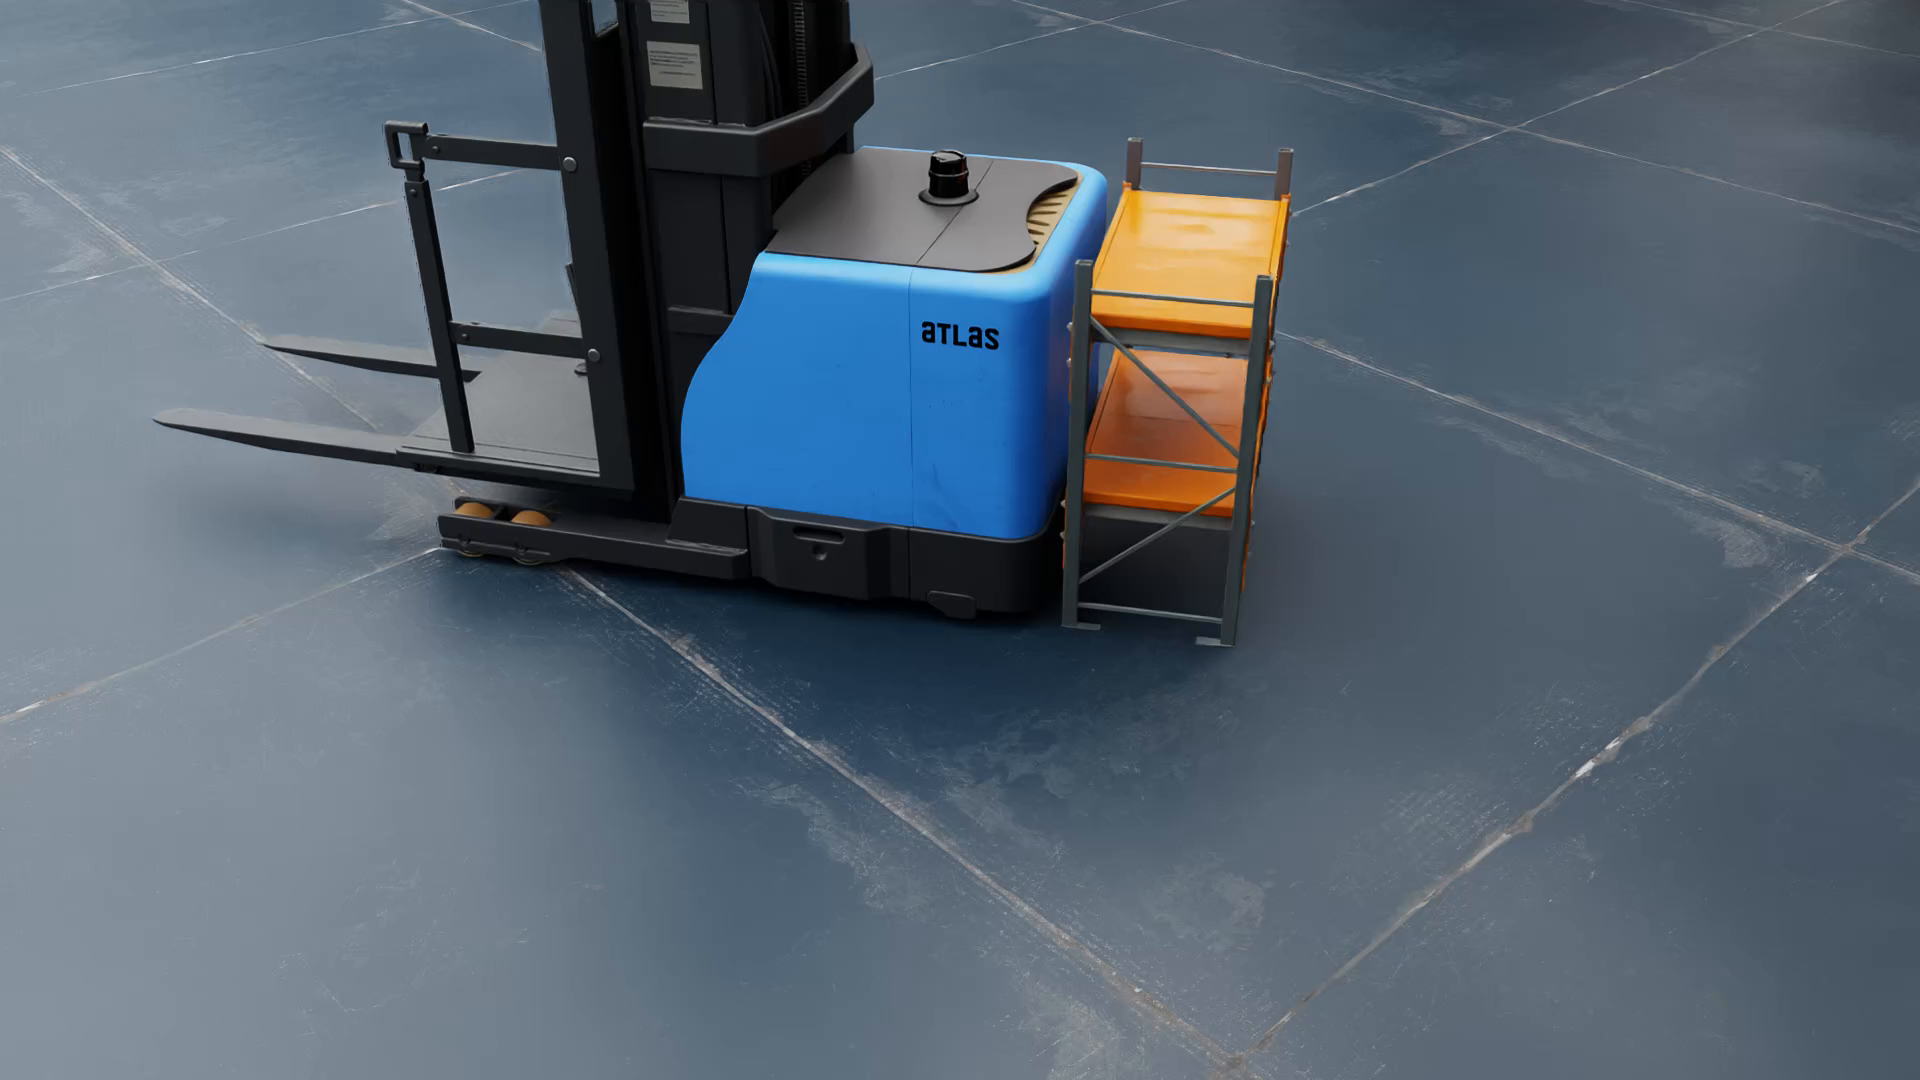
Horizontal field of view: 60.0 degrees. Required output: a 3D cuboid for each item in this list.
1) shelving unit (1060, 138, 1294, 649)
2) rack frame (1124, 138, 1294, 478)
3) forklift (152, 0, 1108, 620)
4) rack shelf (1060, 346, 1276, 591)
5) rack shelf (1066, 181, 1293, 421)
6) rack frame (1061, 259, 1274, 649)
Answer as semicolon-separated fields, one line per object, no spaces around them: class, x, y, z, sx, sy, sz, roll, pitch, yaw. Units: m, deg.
shelving unit;0.652;-0.464;4.931;0.538;1.125;1.048;7;32;11
rack frame;0.761;-0.723;5.354;0.500;1.125;0.032;7;32;11
forklift;-1.113;-1.429;4.777;3.031;2.935;1.130;8;32;12
rack shelf;0.652;-0.256;5.059;0.538;0.278;1.000;7;32;11
rack shelf;0.652;-0.714;4.778;0.538;0.278;1.000;7;32;11
rack frame;0.542;-0.205;4.508;0.500;1.125;0.032;7;32;11
